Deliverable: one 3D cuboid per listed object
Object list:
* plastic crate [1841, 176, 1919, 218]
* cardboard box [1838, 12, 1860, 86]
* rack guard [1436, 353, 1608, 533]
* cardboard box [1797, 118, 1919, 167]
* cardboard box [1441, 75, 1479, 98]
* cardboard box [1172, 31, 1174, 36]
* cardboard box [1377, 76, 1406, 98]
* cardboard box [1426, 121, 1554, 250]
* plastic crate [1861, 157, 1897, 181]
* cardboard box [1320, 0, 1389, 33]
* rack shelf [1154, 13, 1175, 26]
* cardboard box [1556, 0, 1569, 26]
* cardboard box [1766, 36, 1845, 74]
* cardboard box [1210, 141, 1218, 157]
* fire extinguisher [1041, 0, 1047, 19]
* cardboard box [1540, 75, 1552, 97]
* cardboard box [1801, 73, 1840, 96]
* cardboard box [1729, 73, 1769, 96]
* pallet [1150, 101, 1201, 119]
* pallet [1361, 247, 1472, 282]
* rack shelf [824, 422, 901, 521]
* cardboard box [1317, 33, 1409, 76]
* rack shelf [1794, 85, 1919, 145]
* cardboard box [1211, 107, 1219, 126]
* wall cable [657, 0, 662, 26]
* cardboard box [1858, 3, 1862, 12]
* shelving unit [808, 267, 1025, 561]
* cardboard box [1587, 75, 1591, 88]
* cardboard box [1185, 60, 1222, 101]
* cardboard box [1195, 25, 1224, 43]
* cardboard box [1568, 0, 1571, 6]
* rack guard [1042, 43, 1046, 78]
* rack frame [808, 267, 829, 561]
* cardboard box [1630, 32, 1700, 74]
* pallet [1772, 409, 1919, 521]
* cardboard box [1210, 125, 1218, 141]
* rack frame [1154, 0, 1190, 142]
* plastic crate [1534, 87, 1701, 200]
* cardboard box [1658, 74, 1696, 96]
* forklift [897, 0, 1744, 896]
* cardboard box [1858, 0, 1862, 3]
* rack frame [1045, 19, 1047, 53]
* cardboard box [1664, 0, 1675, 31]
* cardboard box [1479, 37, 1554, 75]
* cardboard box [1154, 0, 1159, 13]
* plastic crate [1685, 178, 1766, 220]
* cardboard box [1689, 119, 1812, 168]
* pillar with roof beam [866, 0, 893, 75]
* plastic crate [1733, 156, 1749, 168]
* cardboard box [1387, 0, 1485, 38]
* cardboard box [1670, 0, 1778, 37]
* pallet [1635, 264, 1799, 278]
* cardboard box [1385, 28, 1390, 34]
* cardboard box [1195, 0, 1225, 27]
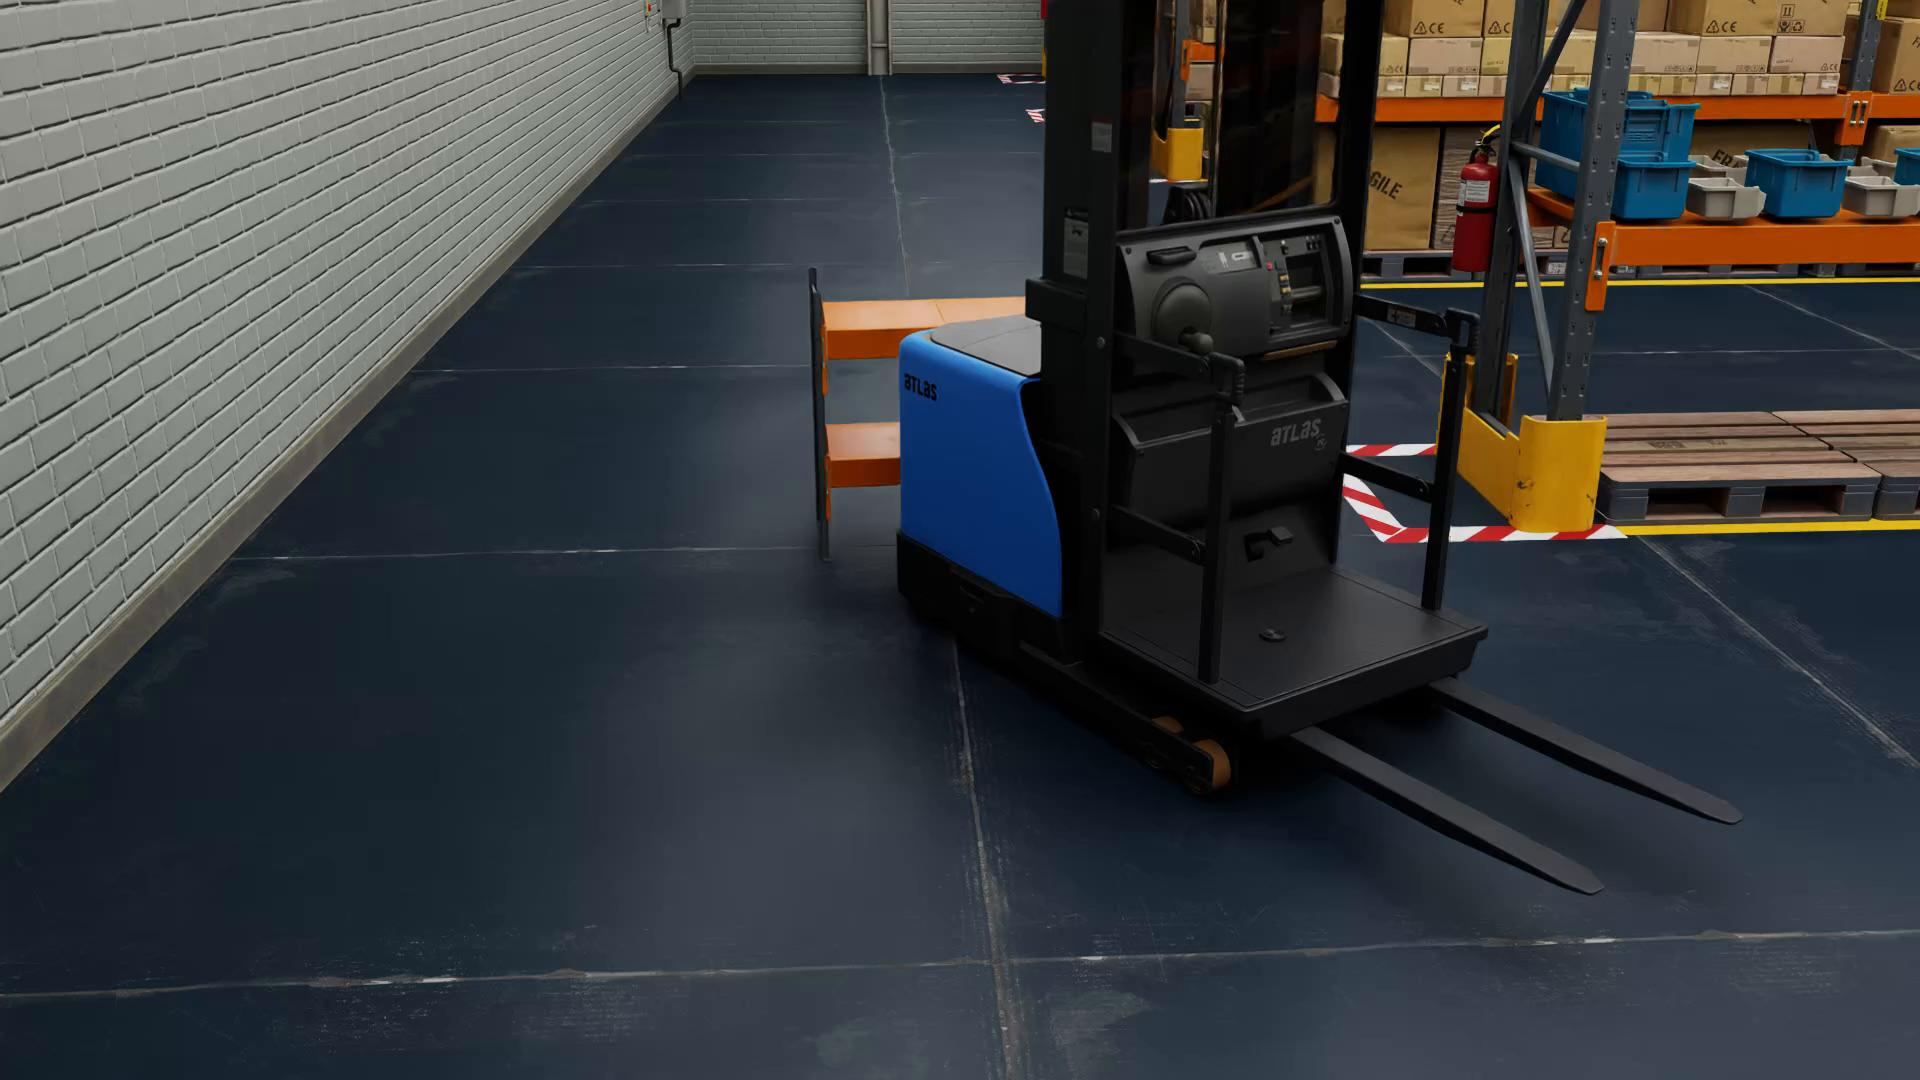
[{"bbox_3d":[3.850,-1.431,6.950,0.298,0.136,0.250,-1,21,-3],"label":"plastic crate"},{"bbox_3d":[6.744,-3.641,12.328,0.500,0.500,0.500,-1,21,-3],"label":"cardboard box"},{"bbox_3d":[2.559,-0.474,7.663,0.348,0.500,1.175,-1,21,-3],"label":"rack guard"},{"bbox_3d":[6.931,-2.711,12.423,0.875,0.875,1.225,-1,21,-3],"label":"cardboard box"},{"bbox_3d":[3.445,-3.196,11.653,0.250,0.149,0.380,-1,21,-4],"label":"cardboard box"},{"bbox_3d":[3.452,-7.676,25.989,0.500,0.500,0.500,-1,21,-2],"label":"cardboard box"},{"bbox_3d":[2.929,-3.185,11.624,0.250,0.149,0.380,-1,21,-4],"label":"cardboard box"},{"bbox_3d":[3.842,-2.670,12.314,0.875,0.875,0.875,-1,21,-3],"label":"cardboard box"},{"bbox_3d":[4.247,-1.661,7.553,0.250,0.136,0.298,-1,21,-3],"label":"plastic crate"},{"bbox_3d":[2.771,-3.929,11.965,0.500,0.500,0.500,-1,21,-2],"label":"cardboard box"},{"bbox_3d":[3.730,-6.631,21.334,4.000,0.370,1.077,-1,21,-3],"label":"rack shelf"},{"bbox_3d":[5.644,-5.327,16.340,0.500,0.500,0.500,-1,21,-3],"label":"cardboard box"},{"bbox_3d":[5.867,-3.455,11.772,0.500,0.250,0.500,-2,21,-4],"label":"cardboard box"},{"bbox_3d":[2.658,-3.931,16.648,0.250,0.149,0.380,-1,21,-2],"label":"cardboard box"},{"bbox_3d":[1.326,-8.313,25.372,0.183,0.674,0.296,-1,21,-3],"label":"fire extinguisher"},{"bbox_3d":[3.956,-3.206,11.680,0.250,0.149,0.380,-1,21,-4],"label":"cardboard box"},{"bbox_3d":[6.007,-3.248,11.789,0.250,0.149,0.380,-1,21,-3],"label":"cardboard box"},{"bbox_3d":[5.494,-3.237,11.762,0.250,0.149,0.380,-2,21,-4],"label":"cardboard box"},{"bbox_3d":[2.527,-5.668,21.711,1.213,0.211,1.003,-1,21,-3],"label":"pallet"},{"bbox_3d":[3.093,-2.147,12.465,1.213,0.211,1.003,-1,21,-3],"label":"pallet"},{"bbox_3d":[-0.084,-0.321,7.071,1.000,0.278,0.538,-3,21,-7],"label":"rack shelf"},{"bbox_3d":[2.794,-3.389,11.601,0.500,0.250,0.500,-2,21,-4],"label":"cardboard box"},{"bbox_3d":[8.290,-3.192,12.301,4.000,0.370,1.077,-1,21,-3],"label":"rack shelf"},{"bbox_3d":[2.660,-4.203,16.524,0.250,0.149,0.380,-2,21,-6],"label":"cardboard box"},{"bbox_3d":[-3.987,-7.783,21.919,0.122,1.984,0.588,-1,21,-3],"label":"wall cable"},{"bbox_3d":[8.884,-5.225,16.392,0.250,0.149,0.380,-1,21,-4],"label":"cardboard box"},{"bbox_3d":[-0.084,-0.550,6.984,1.048,1.125,0.538,-3,21,-7],"label":"shelving unit"},{"bbox_3d":[4.470,-3.217,11.708,0.250,0.149,0.380,-1,21,-2],"label":"cardboard box"},{"bbox_3d":[3.300,-5.996,21.666,0.875,0.438,0.875,-1,21,-2],"label":"cardboard box"},{"bbox_3d":[2.459,-4.943,16.242,0.250,0.149,0.380,-1,21,-3],"label":"cardboard box"},{"bbox_3d":[7.710,-6.876,21.176,0.500,0.250,0.500,-1,21,-4],"label":"cardboard box"},{"bbox_3d":[1.522,-7.523,26.179,0.348,0.500,1.175,-1,21,-3],"label":"rack guard"},{"bbox_3d":[-0.588,-0.528,6.926,0.032,1.125,0.500,-3,21,-7],"label":"rack frame"},{"bbox_3d":[4.841,-3.433,11.714,0.500,0.250,0.500,-1,21,-2],"label":"cardboard box"},{"bbox_3d":[4.623,-0.371,7.798,1.213,0.211,1.003,-1,21,-3],"label":"pallet"},{"bbox_3d":[2.655,-4.093,16.654,0.250,0.149,0.380,0,21,-1],"label":"cardboard box"},{"bbox_3d":[2.117,-5.171,16.486,0.127,3.000,1.000,-1,21,-3],"label":"rack frame"},{"bbox_3d":[2.906,-1.765,7.407,0.499,0.435,0.616,-1,21,-3],"label":"plastic crate"},{"bbox_3d":[4.980,-3.227,11.734,0.250,0.149,0.380,-1,21,-2],"label":"cardboard box"},{"bbox_3d":[1.004,-0.786,5.066,1.130,2.935,3.031,-14,25,-32],"label":"forklift"},{"bbox_3d":[8.858,-5.362,16.334,0.250,0.149,0.380,-1,21,-3],"label":"cardboard box"},{"bbox_3d":[1.447,-8.690,25.730,0.127,3.000,1.000,-1,21,-3],"label":"rack frame"},{"bbox_3d":[5.308,-3.981,12.101,0.500,0.500,0.500,-1,21,-3],"label":"cardboard box"},{"bbox_3d":[3.814,-3.411,11.658,0.500,0.250,0.500,-2,21,-5],"label":"cardboard box"},{"bbox_3d":[2.229,-6.881,20.839,0.500,0.500,0.500,-1,21,-3],"label":"cardboard box"},{"bbox_3d":[3.172,-1.417,6.914,0.298,0.136,0.250,-1,21,-3],"label":"plastic crate"},{"bbox_3d":[5.629,-2.706,12.409,0.875,0.875,0.875,-1,21,-3],"label":"cardboard box"},{"bbox_3d":[-1.051,-10.230,21.343,0.400,9.000,9.100,-1,21,-3],"label":"pillar with roof beam"},{"bbox_3d":[3.676,-1.634,7.482,0.243,0.136,0.396,-1,21,-3],"label":"plastic crate"},{"bbox_3d":[3.293,-3.750,11.494,0.500,0.500,0.500,-2,21,-4],"label":"cardboard box"},{"bbox_3d":[5.349,-3.794,11.610,0.500,0.500,0.500,-1,21,-2],"label":"cardboard box"},{"bbox_3d":[5.529,-2.197,12.595,1.213,0.211,1.003,-1,21,-3],"label":"pallet"},{"bbox_3d":[3.274,-3.590,12.127,0.500,0.250,0.500,-2,21,-4],"label":"cardboard box"},{"bbox_3d":[2.581,-5.267,16.182,0.500,0.500,0.500,0,21,0],"label":"cardboard box"}]
